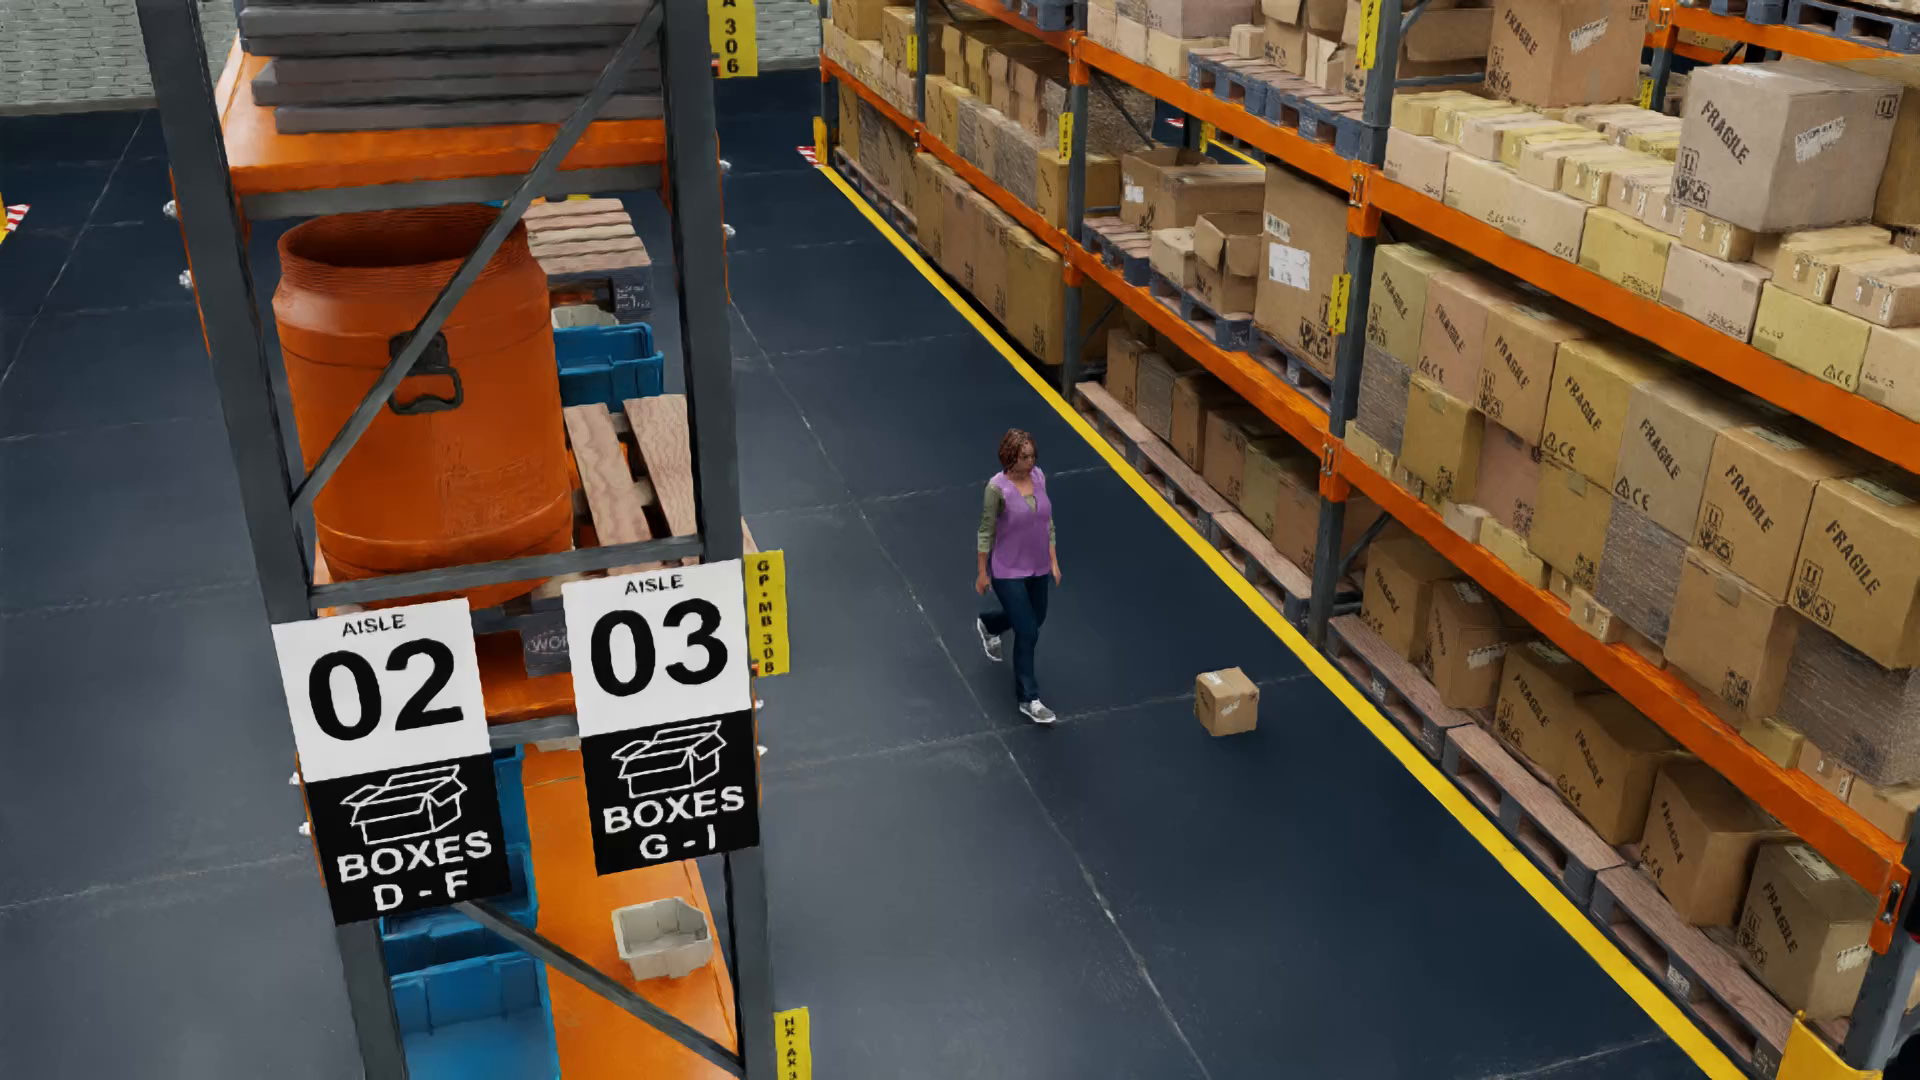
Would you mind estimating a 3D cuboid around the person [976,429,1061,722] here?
[{"bbox_3d":[0.300,0.133,8.859,0.422,1.559,0.830,-20,33,-34],"label":"person"}]
